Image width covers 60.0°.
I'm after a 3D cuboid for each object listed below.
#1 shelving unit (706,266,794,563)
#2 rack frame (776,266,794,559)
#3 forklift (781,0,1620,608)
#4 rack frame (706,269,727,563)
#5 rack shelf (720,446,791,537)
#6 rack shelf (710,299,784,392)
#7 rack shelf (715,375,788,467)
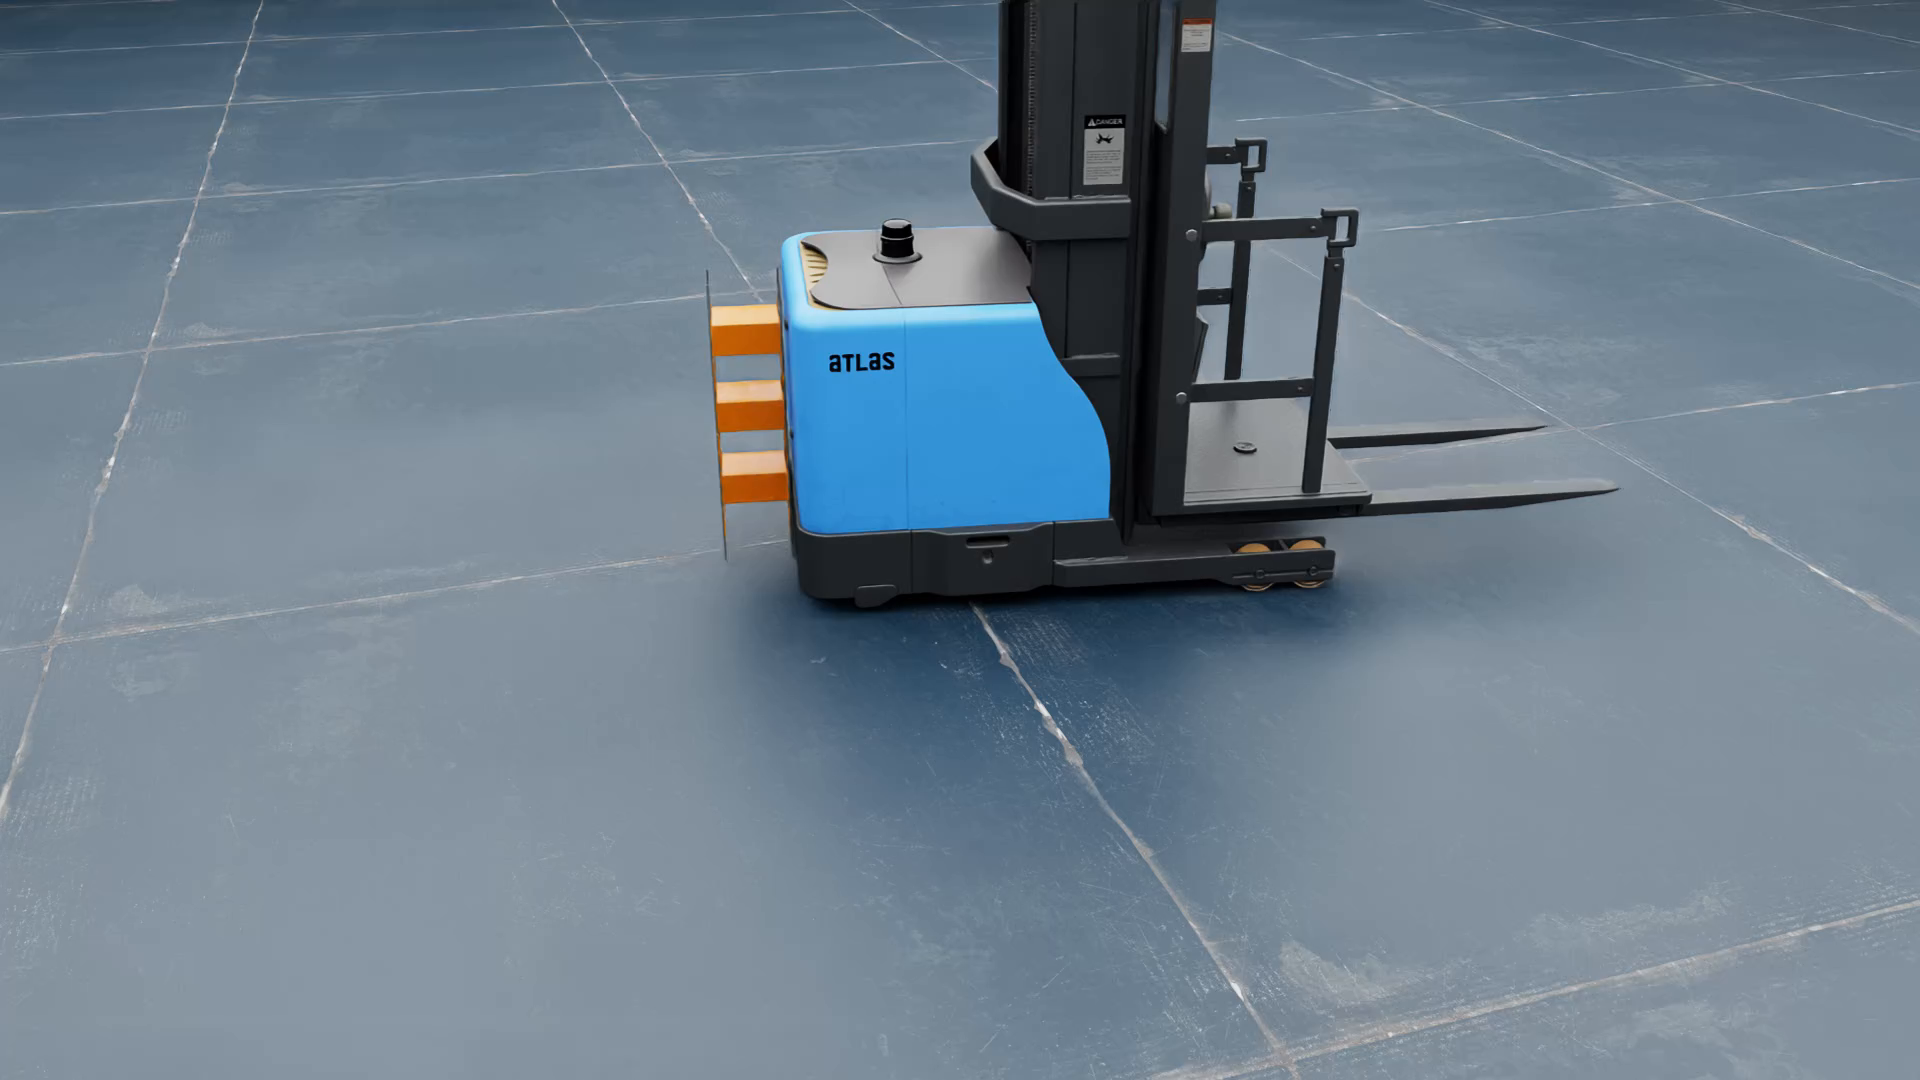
[{"bbox_3d":[-0.748,-0.438,5.953,0.252,1.050,0.215,-3,27,-7],"label":"shelving unit"},{"bbox_3d":[-0.627,-0.446,5.967,0.008,1.050,0.200,-3,27,-7],"label":"rack frame"},{"bbox_3d":[0.891,-1.361,5.695,3.031,2.935,1.130,-3,27,-7],"label":"forklift"},{"bbox_3d":[-0.869,-0.431,5.938,0.008,1.050,0.200,-3,27,-7],"label":"rack frame"},{"bbox_3d":[-0.748,-0.180,6.081,0.240,0.259,0.215,-3,27,-7],"label":"rack shelf"},{"bbox_3d":[-0.748,-0.683,5.831,0.240,0.259,0.215,-3,27,-7],"label":"rack shelf"},{"bbox_3d":[-0.748,-0.429,5.957,0.240,0.259,0.215,-3,27,-7],"label":"rack shelf"}]
